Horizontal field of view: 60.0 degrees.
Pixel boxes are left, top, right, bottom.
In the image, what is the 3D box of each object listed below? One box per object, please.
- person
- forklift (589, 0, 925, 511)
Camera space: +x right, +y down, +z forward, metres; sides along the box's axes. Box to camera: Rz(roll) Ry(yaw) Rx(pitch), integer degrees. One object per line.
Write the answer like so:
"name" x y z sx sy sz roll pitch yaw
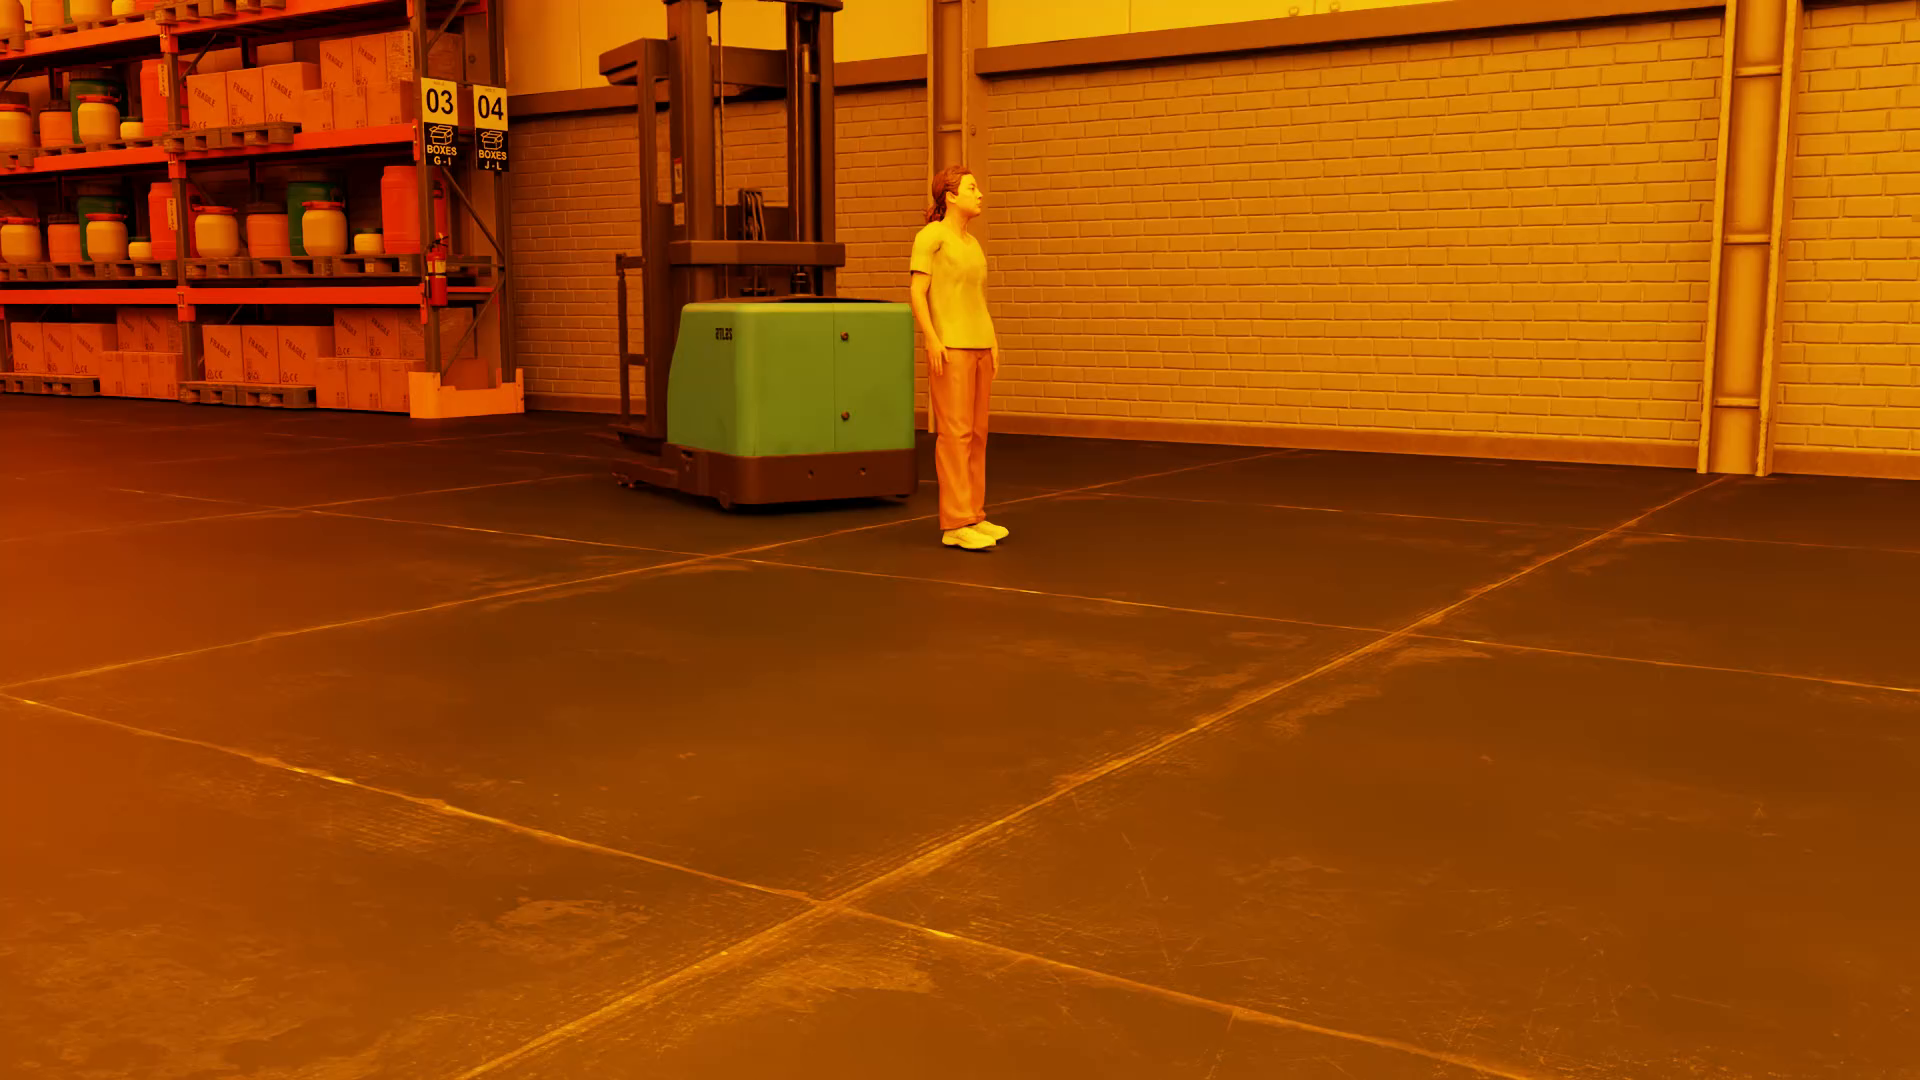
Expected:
"person" 0.055 -0.830 7.434 0.548 1.673 0.554 5 10 34
"forklift" -1.369 -1.765 9.603 1.130 2.935 3.031 -5 9 -30
